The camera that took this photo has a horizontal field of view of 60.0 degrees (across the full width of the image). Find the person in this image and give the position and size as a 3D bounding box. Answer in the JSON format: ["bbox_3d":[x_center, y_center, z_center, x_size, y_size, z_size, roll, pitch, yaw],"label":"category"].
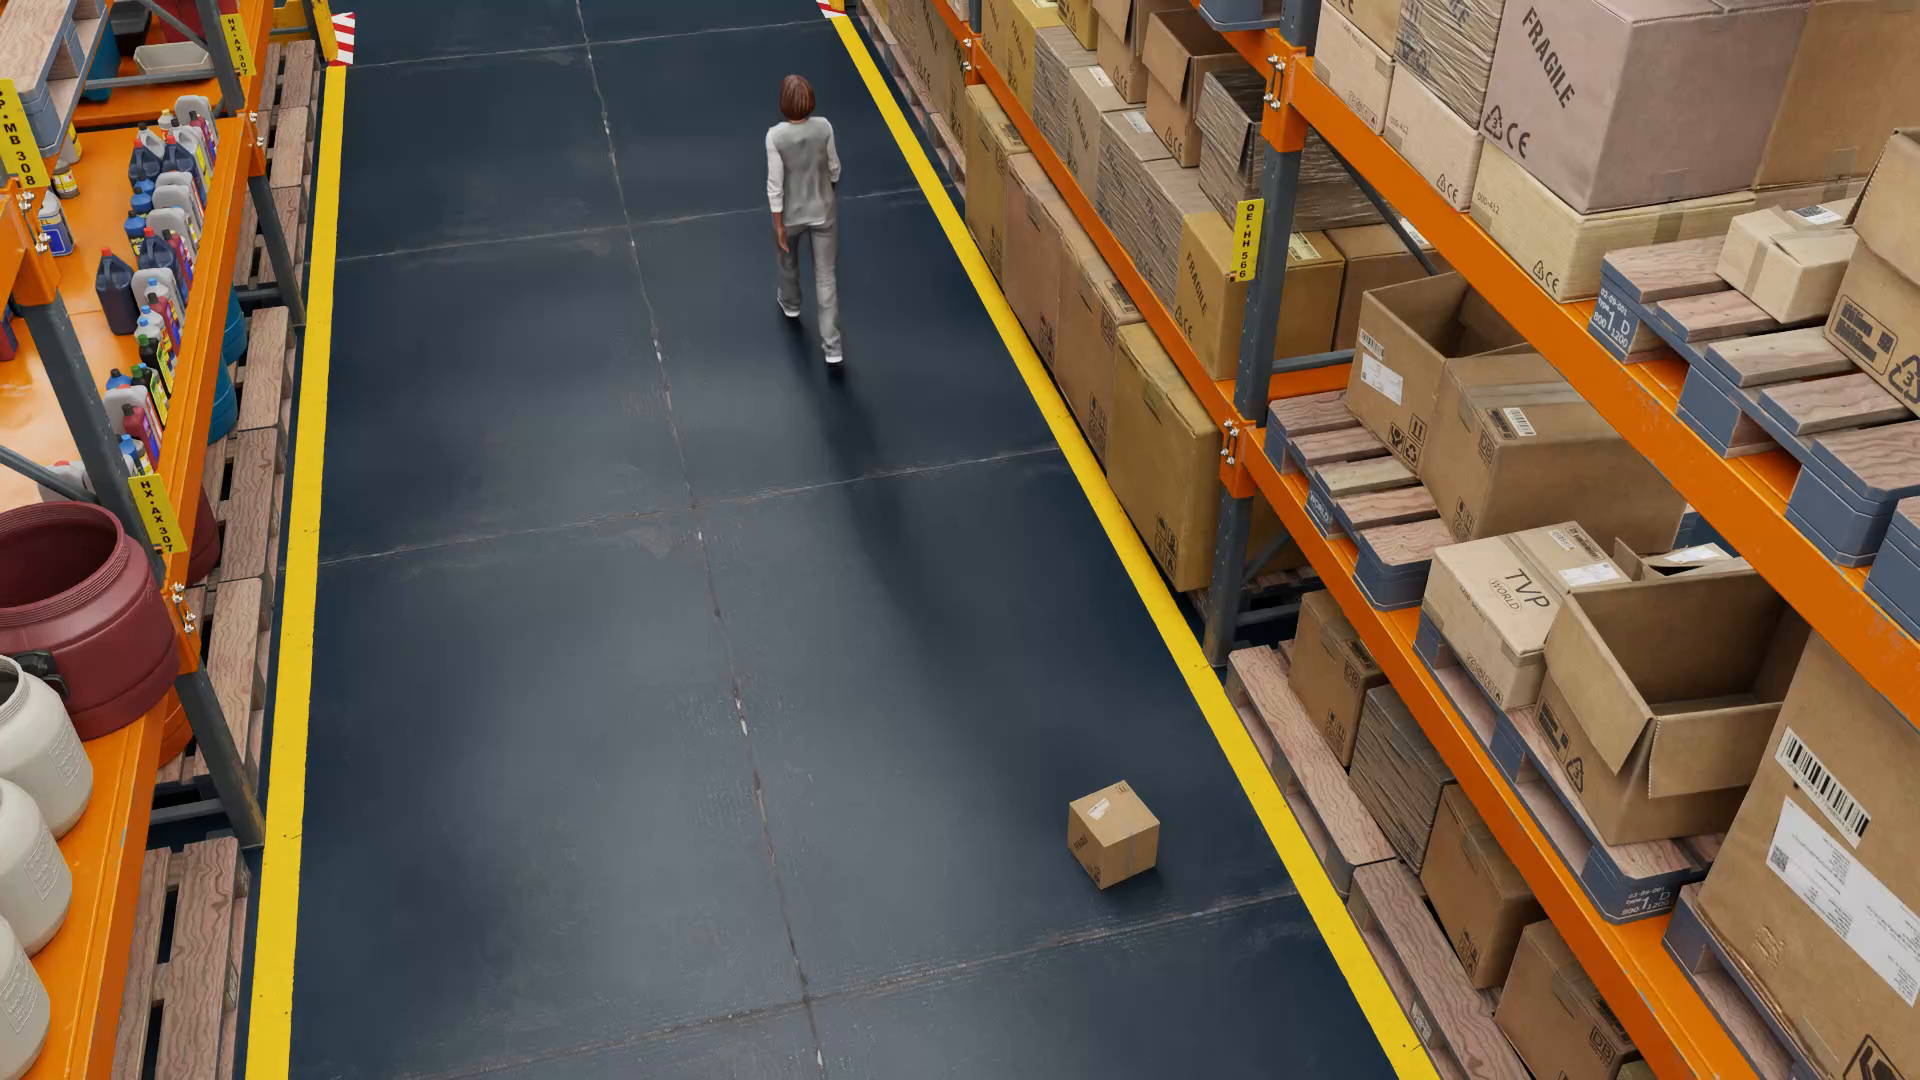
[{"bbox_3d":[-0.830,-1.767,8.913,0.419,1.543,0.951,-9,40,-11],"label":"person"}]
